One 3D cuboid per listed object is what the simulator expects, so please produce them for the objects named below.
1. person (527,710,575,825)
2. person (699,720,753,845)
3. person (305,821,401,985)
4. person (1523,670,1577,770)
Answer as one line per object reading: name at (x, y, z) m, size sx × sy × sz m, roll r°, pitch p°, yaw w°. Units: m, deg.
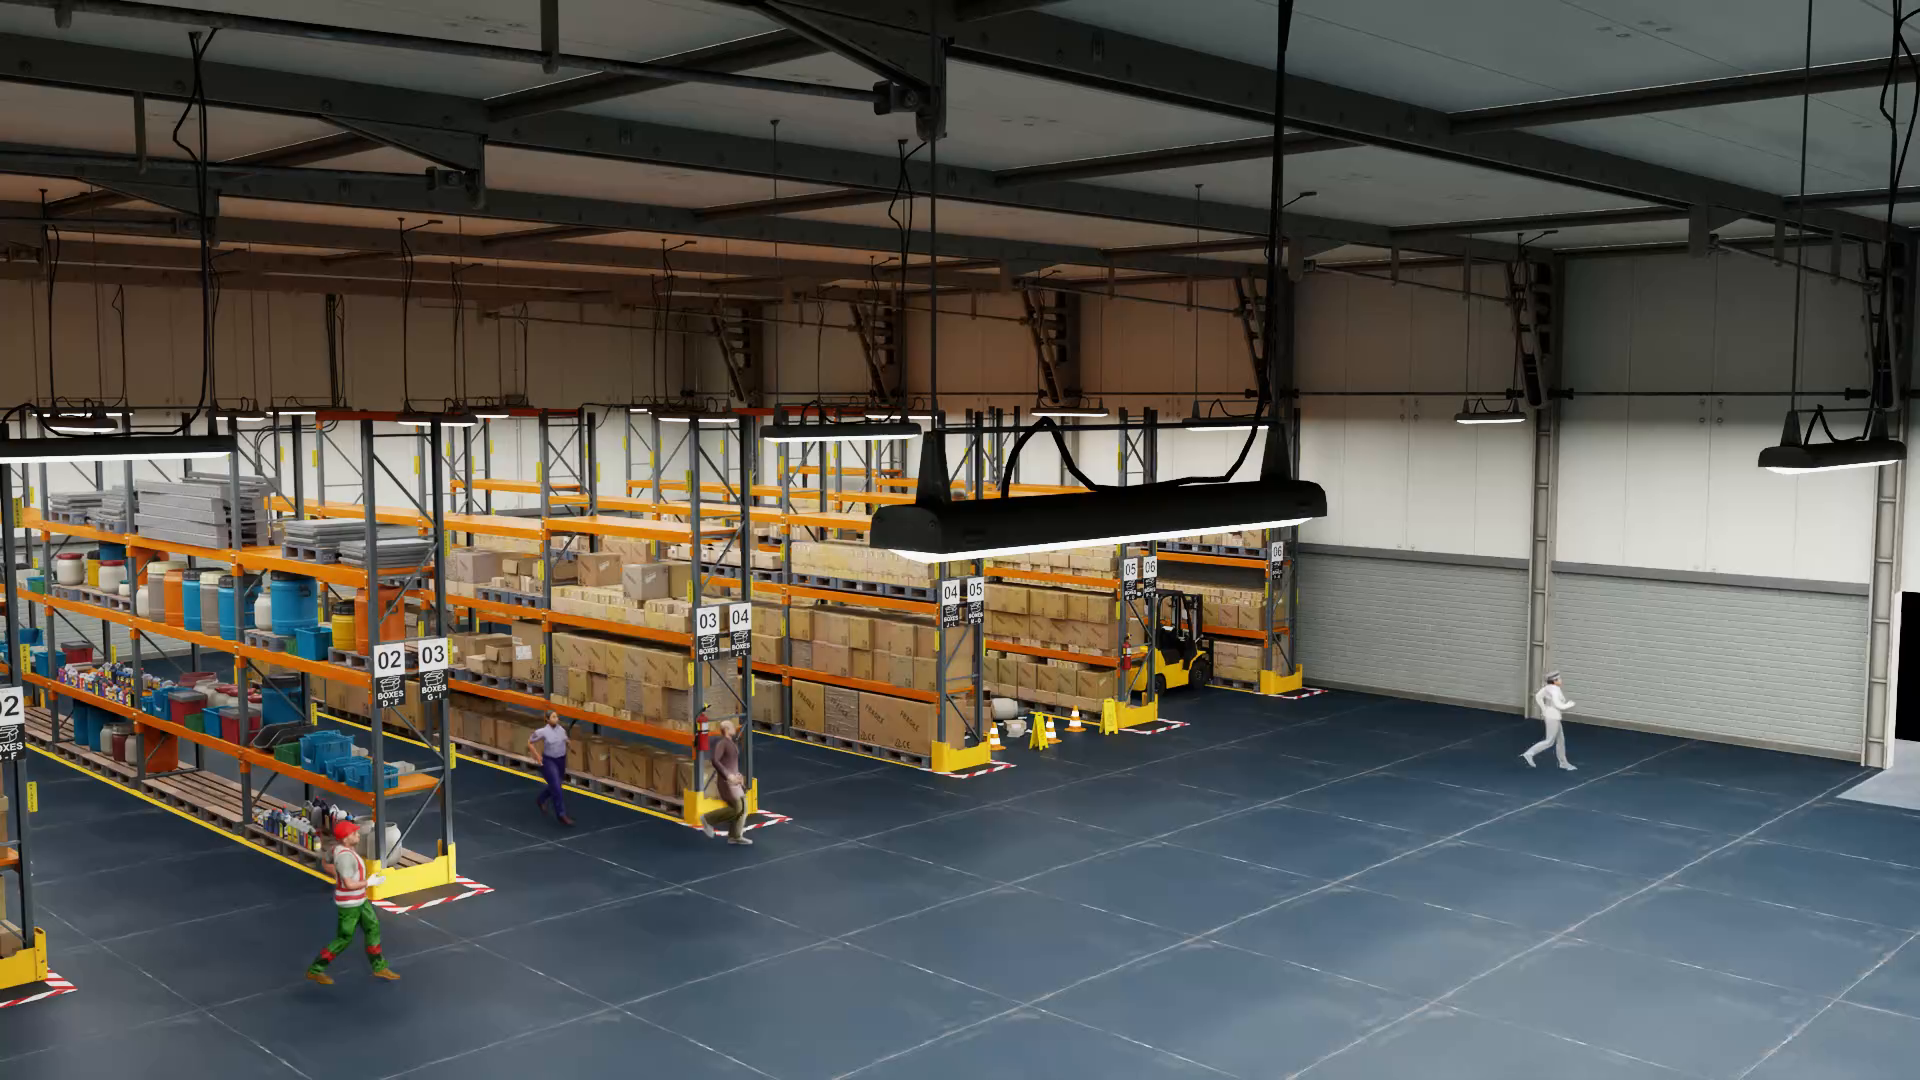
person at (-6.005, 3.318, 24.550) m, size 0.921 × 1.643 × 0.603 m, roll 3°, pitch 6°, yaw 32°
person at (-3.264, 3.399, 23.462) m, size 0.759 × 1.704 × 0.761 m, roll 0°, pitch 5°, yaw 4°
person at (-6.478, 3.868, 17.690) m, size 0.953 × 1.806 × 0.664 m, roll -1°, pitch 5°, yaw -16°
person at (9.882, 3.000, 27.842) m, size 0.899 × 1.687 × 0.457 m, roll 1°, pitch 5°, yaw 8°
